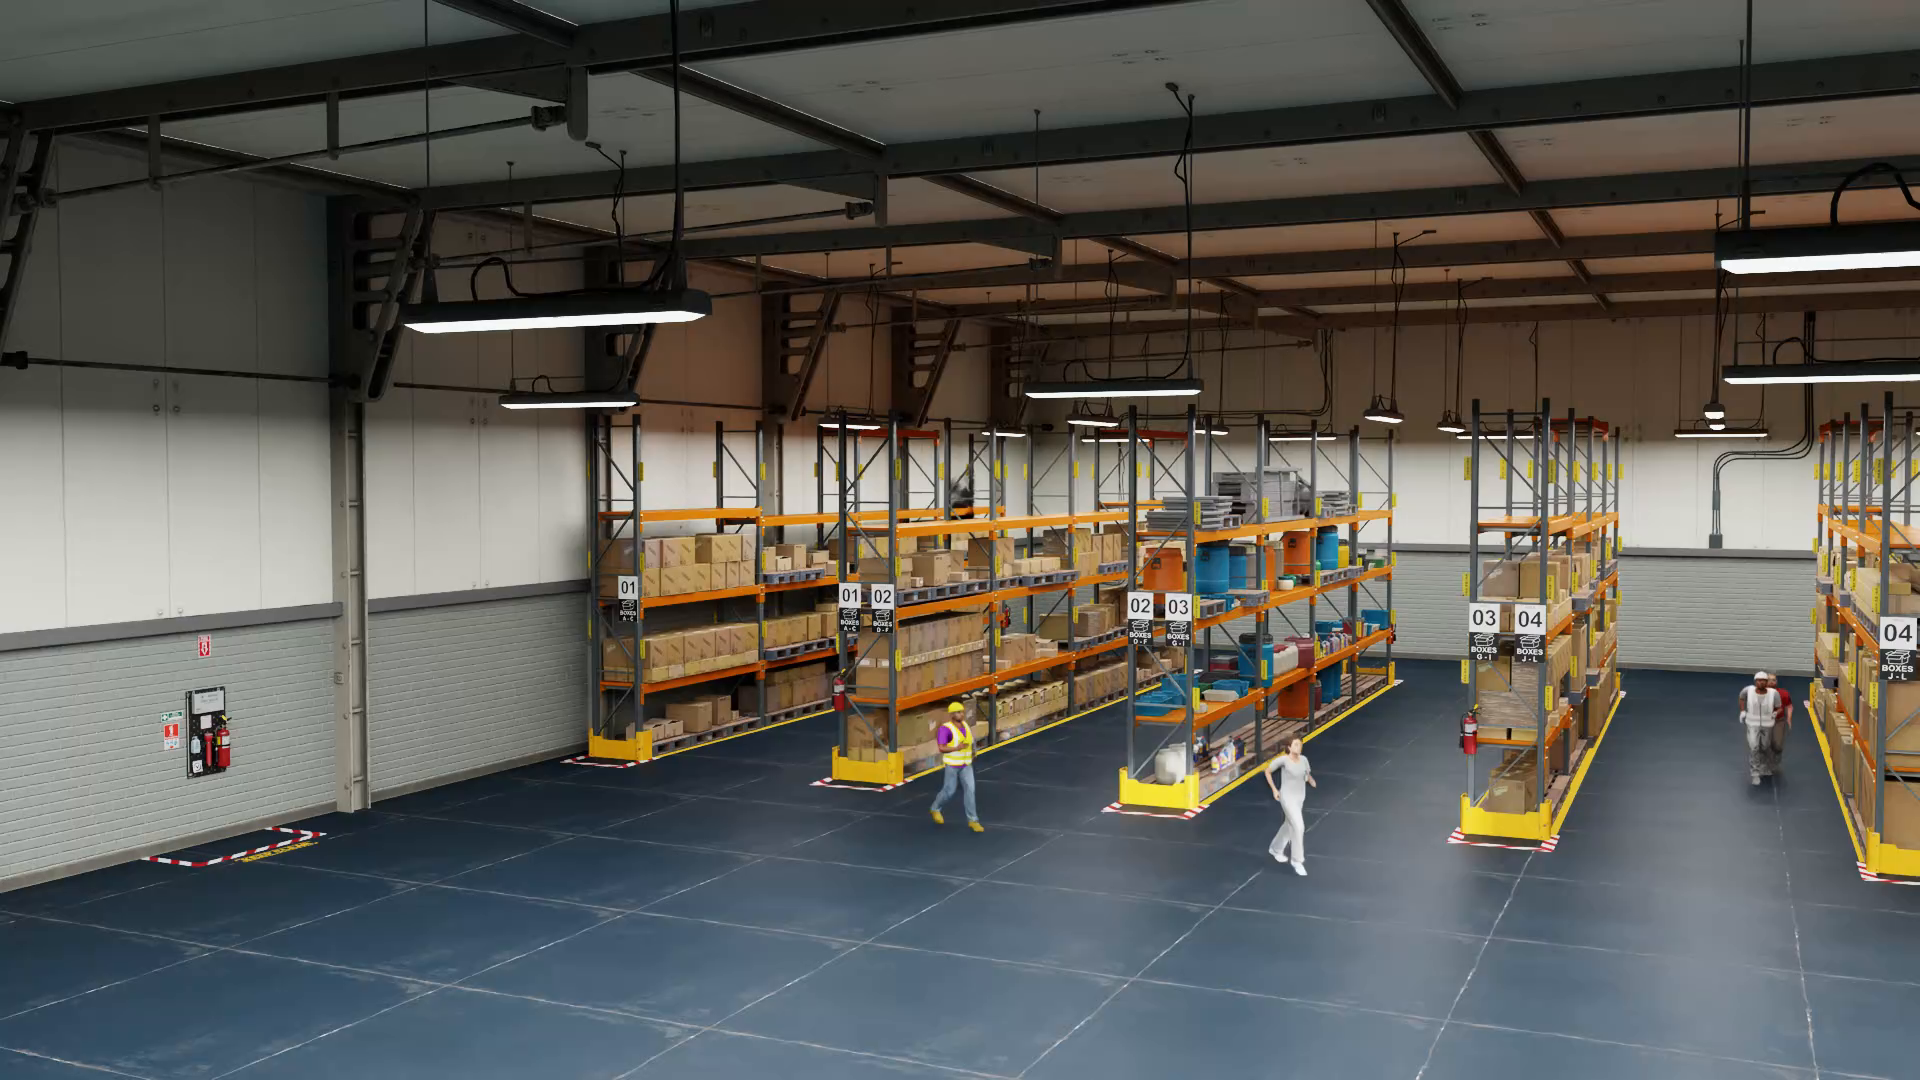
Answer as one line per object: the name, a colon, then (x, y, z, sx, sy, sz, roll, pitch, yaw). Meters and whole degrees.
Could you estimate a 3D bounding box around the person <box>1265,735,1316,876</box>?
person: (4.169, 3.305, 20.965, 0.554, 1.716, 0.777, -2, 3, -33)

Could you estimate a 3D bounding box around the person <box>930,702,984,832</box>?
person: (-0.036, 3.135, 23.165, 0.697, 1.760, 0.977, -2, 3, -39)

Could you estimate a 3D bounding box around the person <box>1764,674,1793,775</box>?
person: (13.440, 3.041, 27.567, 0.645, 1.677, 0.625, 1, 3, 25)

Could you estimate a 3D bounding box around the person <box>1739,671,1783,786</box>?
person: (12.920, 3.003, 26.839, 0.625, 1.797, 0.982, 1, 2, 20)
